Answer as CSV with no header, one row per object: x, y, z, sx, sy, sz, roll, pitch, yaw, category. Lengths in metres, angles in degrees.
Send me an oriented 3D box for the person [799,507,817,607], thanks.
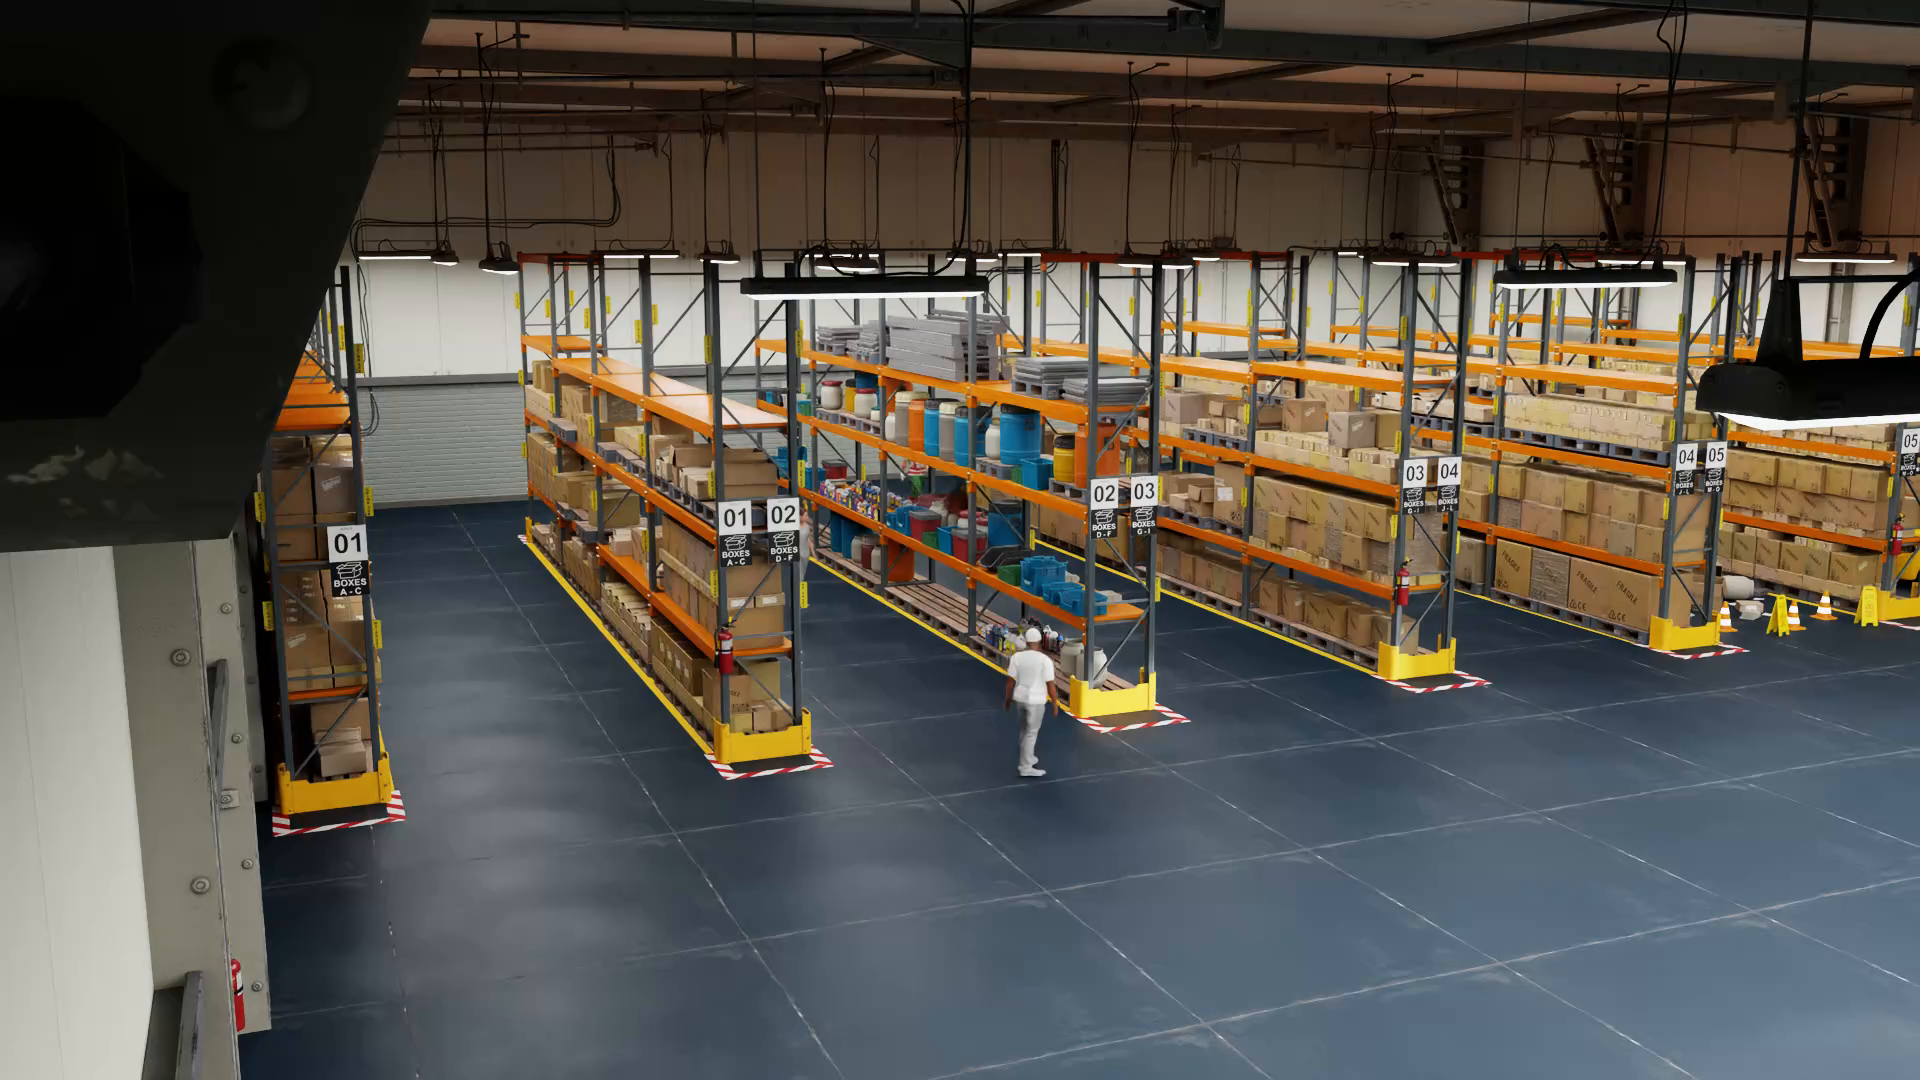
-2.677,0.272,27.517,0.613,1.596,1.037,-5,12,-25,person

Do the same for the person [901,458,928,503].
-0.999,-1.443,38.353,0.748,1.849,0.616,10,14,42,person

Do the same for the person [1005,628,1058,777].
0.893,1.904,19.775,0.631,1.759,0.568,10,14,44,person
